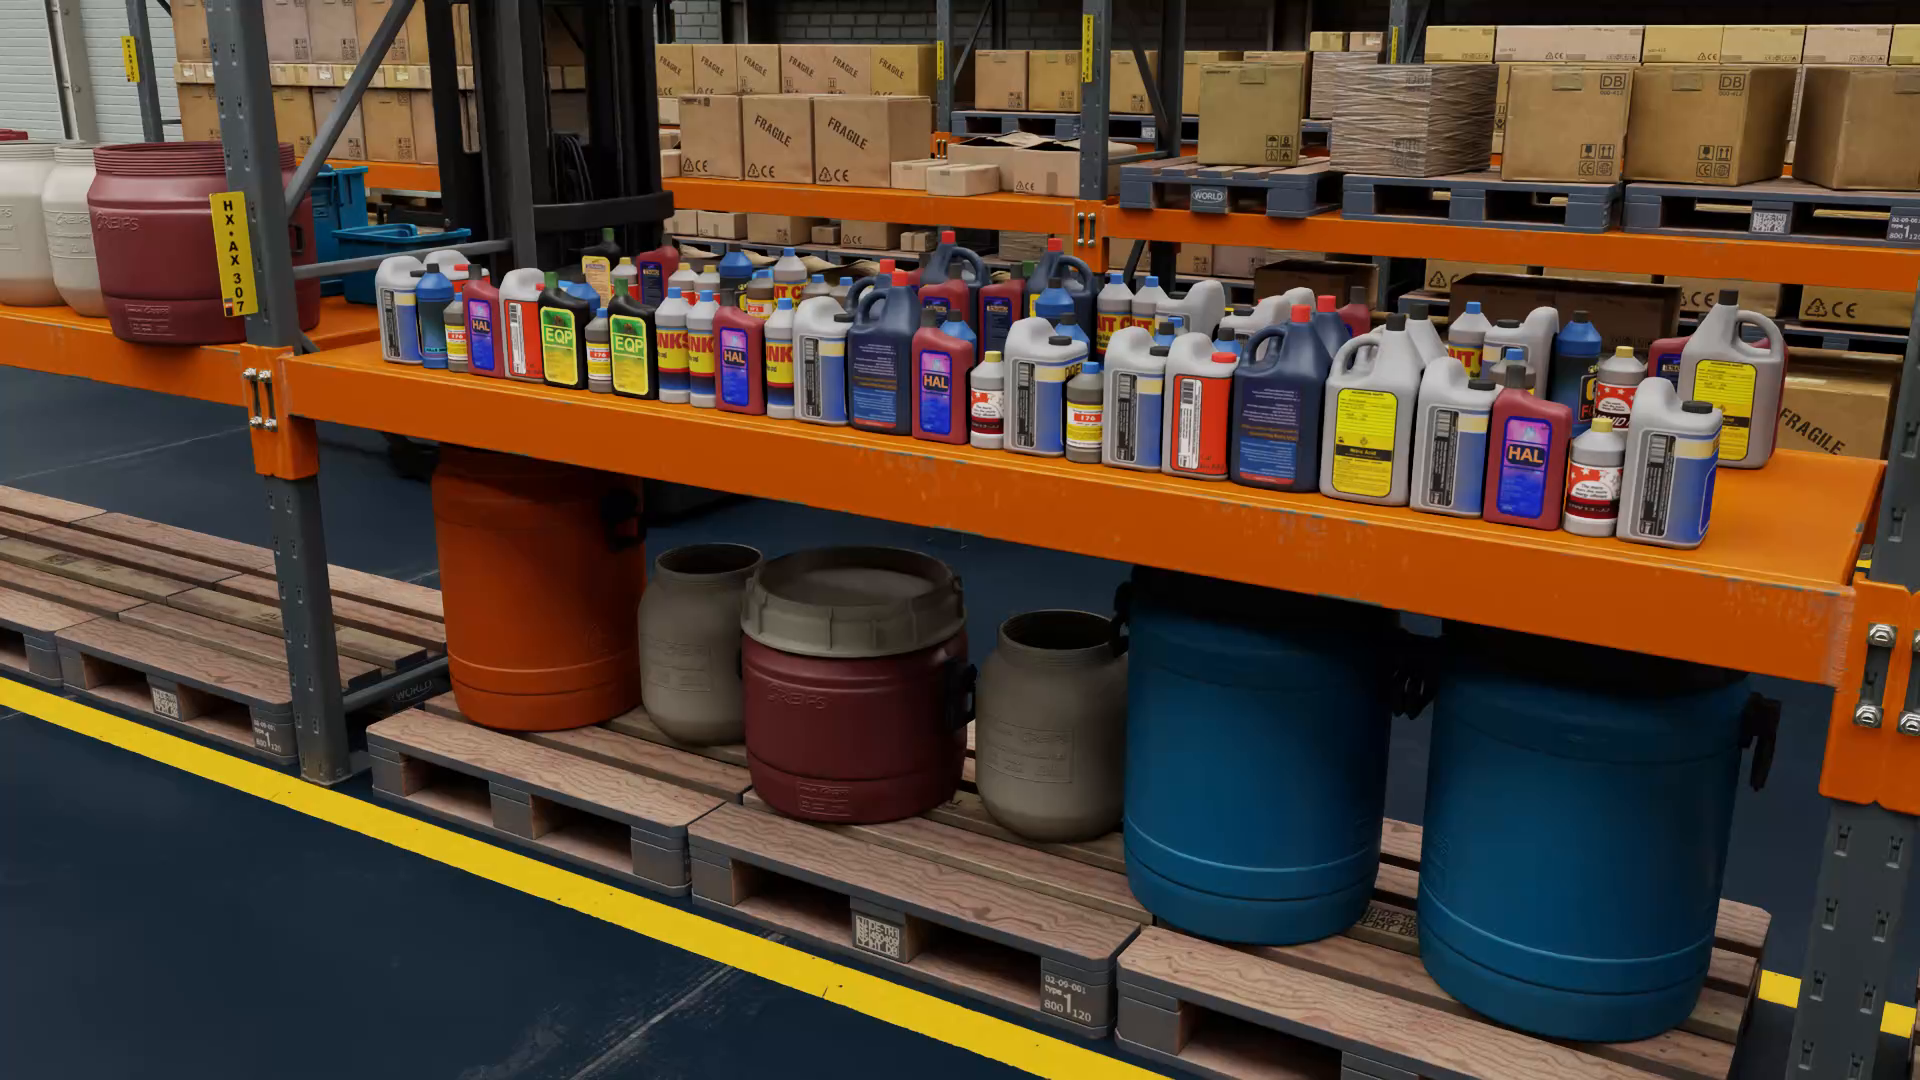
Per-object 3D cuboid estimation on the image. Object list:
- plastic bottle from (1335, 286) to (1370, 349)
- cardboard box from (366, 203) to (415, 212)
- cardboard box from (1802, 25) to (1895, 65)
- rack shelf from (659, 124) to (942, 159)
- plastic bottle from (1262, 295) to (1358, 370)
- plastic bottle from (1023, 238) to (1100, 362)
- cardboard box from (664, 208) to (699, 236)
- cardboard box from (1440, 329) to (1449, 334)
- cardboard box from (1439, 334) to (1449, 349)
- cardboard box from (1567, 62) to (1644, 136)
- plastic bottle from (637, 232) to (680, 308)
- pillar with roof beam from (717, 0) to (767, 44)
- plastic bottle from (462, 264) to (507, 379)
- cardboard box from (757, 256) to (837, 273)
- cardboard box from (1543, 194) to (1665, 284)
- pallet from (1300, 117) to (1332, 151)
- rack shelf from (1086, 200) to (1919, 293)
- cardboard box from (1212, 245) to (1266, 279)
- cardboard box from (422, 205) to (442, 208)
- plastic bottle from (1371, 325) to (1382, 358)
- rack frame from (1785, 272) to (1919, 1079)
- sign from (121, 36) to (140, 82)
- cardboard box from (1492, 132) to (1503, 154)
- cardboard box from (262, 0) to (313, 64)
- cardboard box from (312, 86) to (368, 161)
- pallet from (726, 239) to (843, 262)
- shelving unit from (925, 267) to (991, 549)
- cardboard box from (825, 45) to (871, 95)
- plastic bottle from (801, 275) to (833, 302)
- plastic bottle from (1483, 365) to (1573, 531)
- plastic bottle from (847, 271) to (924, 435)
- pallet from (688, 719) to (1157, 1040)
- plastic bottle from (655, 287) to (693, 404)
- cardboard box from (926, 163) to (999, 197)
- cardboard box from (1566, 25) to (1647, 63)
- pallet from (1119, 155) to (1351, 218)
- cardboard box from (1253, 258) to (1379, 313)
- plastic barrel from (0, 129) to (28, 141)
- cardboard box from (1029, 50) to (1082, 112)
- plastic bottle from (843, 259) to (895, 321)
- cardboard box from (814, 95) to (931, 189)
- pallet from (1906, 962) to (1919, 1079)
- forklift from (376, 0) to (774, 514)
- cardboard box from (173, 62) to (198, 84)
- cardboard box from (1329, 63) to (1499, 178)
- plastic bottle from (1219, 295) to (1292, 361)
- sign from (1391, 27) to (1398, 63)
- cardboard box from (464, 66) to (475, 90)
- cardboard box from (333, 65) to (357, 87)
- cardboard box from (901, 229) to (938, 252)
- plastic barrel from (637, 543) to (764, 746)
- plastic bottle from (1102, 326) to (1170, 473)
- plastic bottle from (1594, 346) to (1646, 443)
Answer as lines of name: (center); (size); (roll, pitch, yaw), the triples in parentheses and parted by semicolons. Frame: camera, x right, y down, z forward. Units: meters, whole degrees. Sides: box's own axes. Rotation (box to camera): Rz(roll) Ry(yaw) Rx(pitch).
plastic bottle: (0.896, -0.459, 3.931); (0.133, 0.283, 0.061); (10, 20, 30)
cardboard box: (-4.271, -2.148, 12.010); (0.500, 0.500, 0.500); (10, 20, 30)
cardboard box: (5.964, -3.318, 11.135); (0.500, 0.250, 0.500); (11, 20, 31)
rack shelf: (-1.595, -3.848, 16.127); (4.000, 0.370, 1.077); (10, 20, 30)
plastic bottle: (0.705, -0.317, 3.348); (0.185, 0.351, 0.144); (10, 20, 30)
plastic bottle: (0.260, -0.590, 4.248); (0.185, 0.351, 0.144); (10, 20, 30)
cardboard box: (-2.756, -3.293, 16.931); (0.500, 0.311, 0.500); (8, 19, 24)
cardboard box: (2.740, -0.826, 8.483); (0.500, 0.500, 0.500); (9, 19, 28)
cardboard box: (2.488, -0.693, 8.046); (0.500, 0.500, 0.500); (9, 19, 28)
cardboard box: (4.662, -3.185, 11.986); (0.500, 0.500, 0.500); (10, 20, 30)
plastic bottle: (-0.902, -0.780, 4.987); (0.133, 0.283, 0.061); (10, 20, 30)
pillar with roof beam: (-4.503, -6.409, 12.997); (0.400, 9.000, 9.100); (10, 20, 30)
plastic bottle: (-1.211, -0.563, 4.276); (0.133, 0.283, 0.061); (10, 20, 30)
cardboard box: (-1.114, -1.670, 10.761); (0.500, 0.311, 0.500); (10, 20, 30)
cardboard box: (4.819, -2.173, 12.351); (0.750, 0.750, 0.750); (10, 20, 30)
pallet: (2.855, -3.270, 13.316); (1.003, 0.211, 1.213); (10, 20, 30)
rack shelf: (2.633, -1.404, 8.080); (4.000, 0.370, 1.077); (10, 20, 30)
cardboard box: (2.499, -2.498, 13.988); (0.500, 0.500, 0.700); (10, 20, 30)
cardboard box: (-3.563, -2.205, 12.198); (0.500, 0.500, 0.500); (10, 20, 30)
plastic bottle: (0.985, -0.397, 3.870); (0.097, 0.201, 0.097); (0, 17, 0)
rack frame: (1.742, -0.218, 2.938); (0.127, 3.000, 1.000); (10, 20, 30)
sign: (-6.184, -3.585, 12.397); (0.005, 0.325, 0.100); (10, 20, 30)
cardboard box: (4.070, -2.960, 12.363); (0.250, 0.149, 0.380); (11, 20, 32)
cardboard box: (-4.571, -3.701, 11.999); (0.500, 0.500, 0.700); (10, 20, 30)
cardboard box: (-4.176, -3.008, 11.952); (0.500, 0.500, 0.700); (11, 20, 32)
pallet: (-1.525, -2.833, 16.344); (1.213, 0.211, 1.003); (10, 20, 30)
shelving unit: (-0.012, -0.576, 7.214); (0.189, 1.200, 0.258); (10, 20, 30)
cardboard box: (-0.883, -4.255, 15.161); (0.500, 0.500, 0.500); (10, 20, 30)
plastic bottle: (-0.398, -0.644, 4.683); (0.097, 0.201, 0.097); (0, 17, 0)
plastic bottle: (1.016, -0.166, 2.967); (0.133, 0.283, 0.061); (10, 20, 30)
plastic bottle: (-0.151, -0.421, 3.690); (0.185, 0.351, 0.144); (10, 20, 30)
pallet: (0.062, 0.803, 4.373); (1.213, 0.211, 1.003); (10, 20, 30)
plastic bottle: (-0.678, -0.469, 3.985); (0.097, 0.271, 0.097); (0, 17, 0)
cardboard box: (0.018, -2.001, 9.239); (0.250, 0.149, 0.380); (10, 20, 30)
cardboard box: (4.657, -3.549, 11.895); (0.500, 0.250, 0.500); (10, 20, 30)
pallet: (1.543, -1.875, 8.723); (1.003, 0.211, 1.213); (10, 20, 30)
cardboard box: (1.899, -1.334, 8.866); (0.500, 0.250, 0.500); (11, 20, 32)
plastic barrel: (-3.381, -1.123, 5.682); (0.433, 0.535, 0.433); (0, 17, 0)
cardboard box: (0.998, -3.974, 14.374); (0.500, 0.500, 0.700); (13, 21, 36)
plastic bottle: (-0.186, -0.479, 3.881); (0.185, 0.351, 0.144); (10, 20, 30)
cardboard box: (-0.509, -2.352, 9.790); (0.500, 0.500, 0.500); (9, 19, 27)
pallet: (2.389, 1.219, 3.006); (1.213, 0.211, 1.003); (10, 20, 30)
forklift: (-2.291, -1.808, 8.290); (3.031, 2.935, 1.130); (11, 20, 32)
cardboard box: (-5.666, -3.515, 12.502); (0.250, 0.149, 0.380); (10, 20, 30)
cardboard box: (2.204, -2.047, 8.065); (0.500, 0.500, 0.700); (15, 22, 40)
plastic bottle: (0.678, -0.426, 3.838); (0.135, 0.276, 0.152); (10, 20, 30)
sign: (3.242, -3.660, 12.414); (0.005, 0.325, 0.100); (10, 20, 30)
cardboard box: (-3.033, -3.046, 10.958); (0.250, 0.149, 0.380); (10, 19, 29)
cardboard box: (-4.133, -3.241, 11.601); (0.250, 0.149, 0.380); (11, 20, 32)
cardboard box: (-0.362, -2.817, 15.612); (0.250, 0.166, 0.380); (7, 18, 23)
plastic barrel: (-0.713, 0.297, 4.800); (0.421, 0.512, 0.421); (0, 17, 0)
plastic bottle: (0.381, -0.291, 3.392); (0.135, 0.276, 0.152); (10, 20, 30)
plastic bottle: (1.431, -0.318, 3.608); (0.097, 0.201, 0.097); (0, 17, 0)
